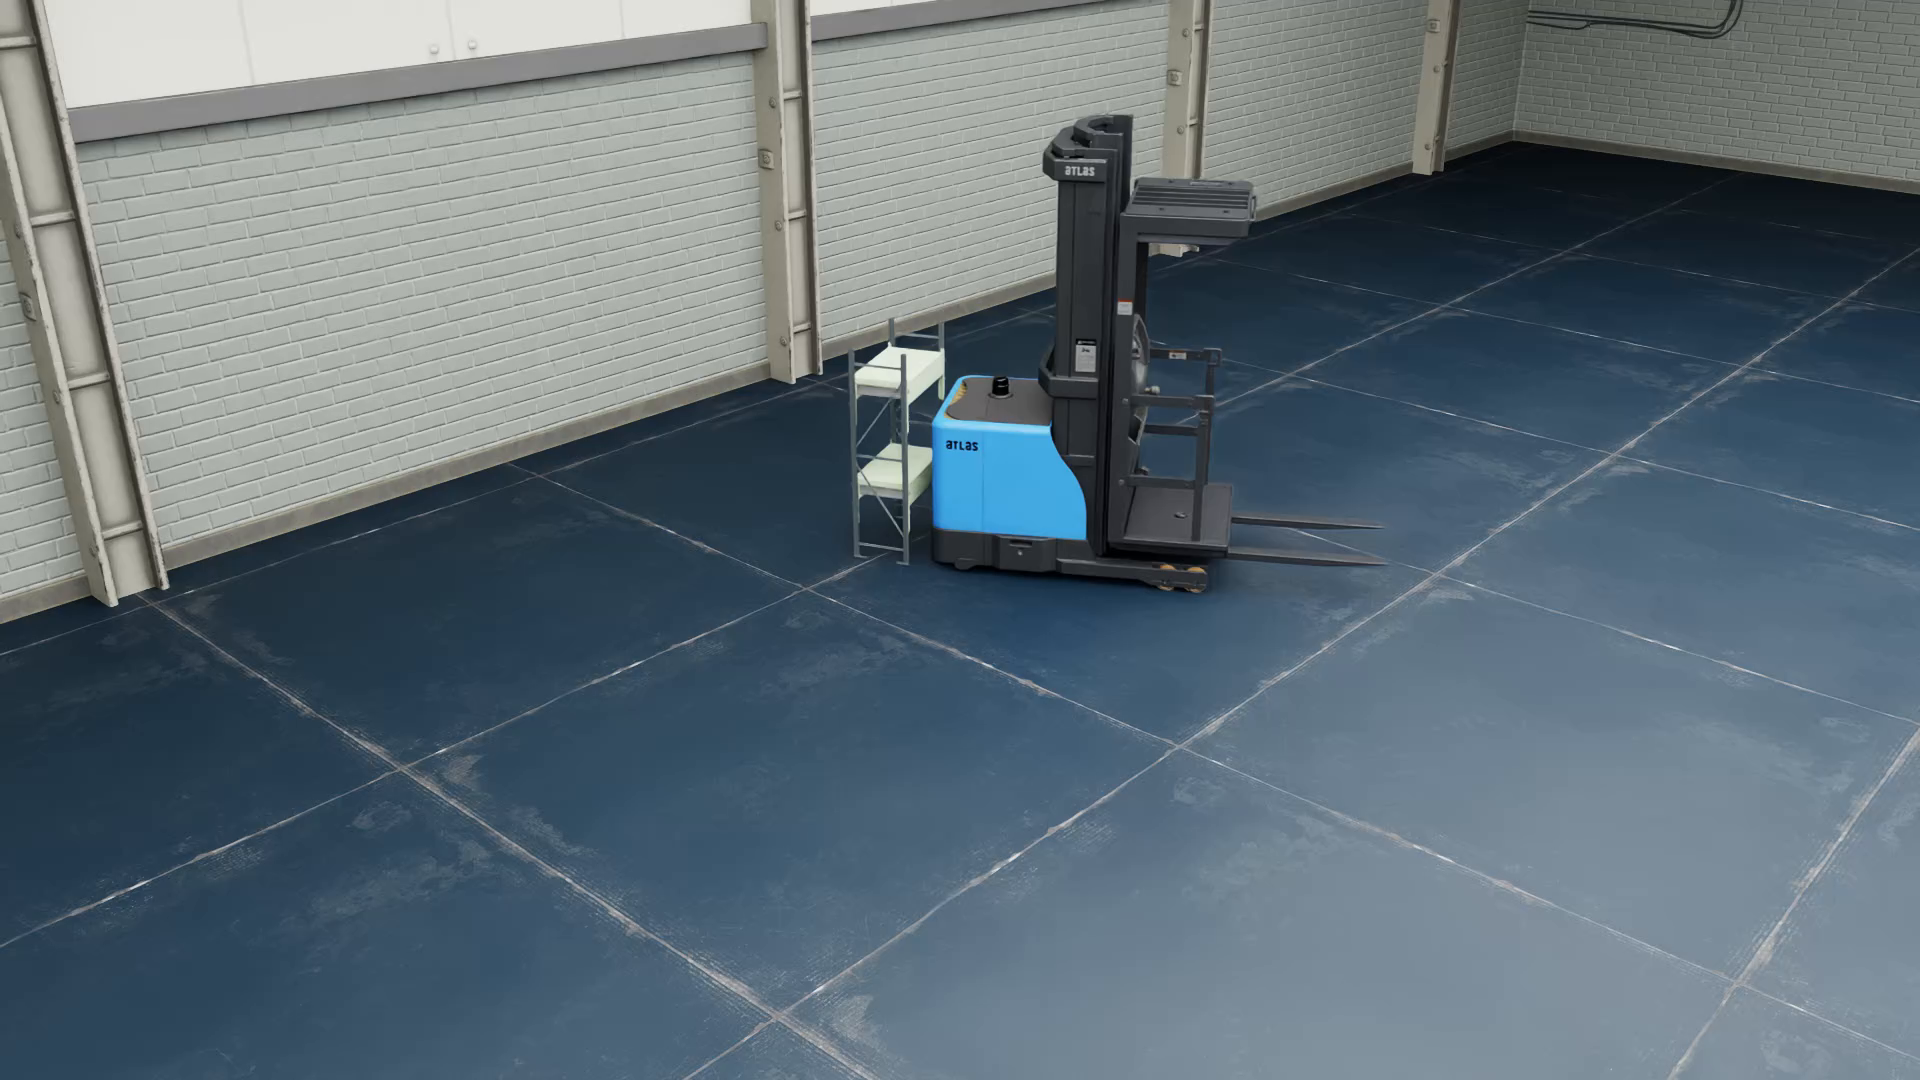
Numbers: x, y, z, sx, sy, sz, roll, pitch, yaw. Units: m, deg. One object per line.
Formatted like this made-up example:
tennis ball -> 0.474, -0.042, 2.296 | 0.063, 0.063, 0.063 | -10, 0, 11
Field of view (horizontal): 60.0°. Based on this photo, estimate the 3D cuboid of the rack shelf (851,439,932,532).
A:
rack shelf -> -0.420, -0.387, 11.578 | 0.431, 0.370, 0.720 | 8, 25, 17

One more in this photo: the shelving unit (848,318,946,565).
shelving unit -> -0.420, -0.685, 11.444 | 0.431, 1.500, 0.755 | 8, 25, 17

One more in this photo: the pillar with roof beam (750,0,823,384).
pillar with roof beam -> 1.718, -4.425, 10.621 | 9.100, 9.000, 0.400 | 20, 31, 38

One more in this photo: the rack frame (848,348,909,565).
rack frame -> -0.540, -0.543, 11.129 | 0.400, 1.500, 0.023 | 8, 25, 17

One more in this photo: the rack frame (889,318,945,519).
rack frame -> -0.301, -0.826, 11.760 | 0.400, 1.500, 0.023 | 8, 25, 17

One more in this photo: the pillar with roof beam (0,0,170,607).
pillar with roof beam -> -2.287, -2.597, 6.544 | 9.100, 9.000, 0.400 | 20, 31, 38

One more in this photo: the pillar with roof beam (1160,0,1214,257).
pillar with roof beam -> 5.722, -6.253, 14.698 | 9.100, 9.000, 0.400 | 20, 31, 38

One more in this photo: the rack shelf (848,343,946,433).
rack shelf -> -0.420, -1.041, 11.285 | 0.431, 0.370, 0.720 | 8, 25, 17

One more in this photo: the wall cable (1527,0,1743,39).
wall cable -> 9.472, -8.377, 23.229 | 3.097, 2.526, 0.112 | 20, 31, 38

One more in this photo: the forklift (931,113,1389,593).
forklift -> 1.370, -1.225, 10.901 | 3.031, 2.935, 1.130 | 4, 25, 10

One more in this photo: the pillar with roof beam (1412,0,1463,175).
pillar with roof beam -> 9.727, -8.082, 18.775 | 9.100, 9.000, 0.400 | 20, 31, 38
